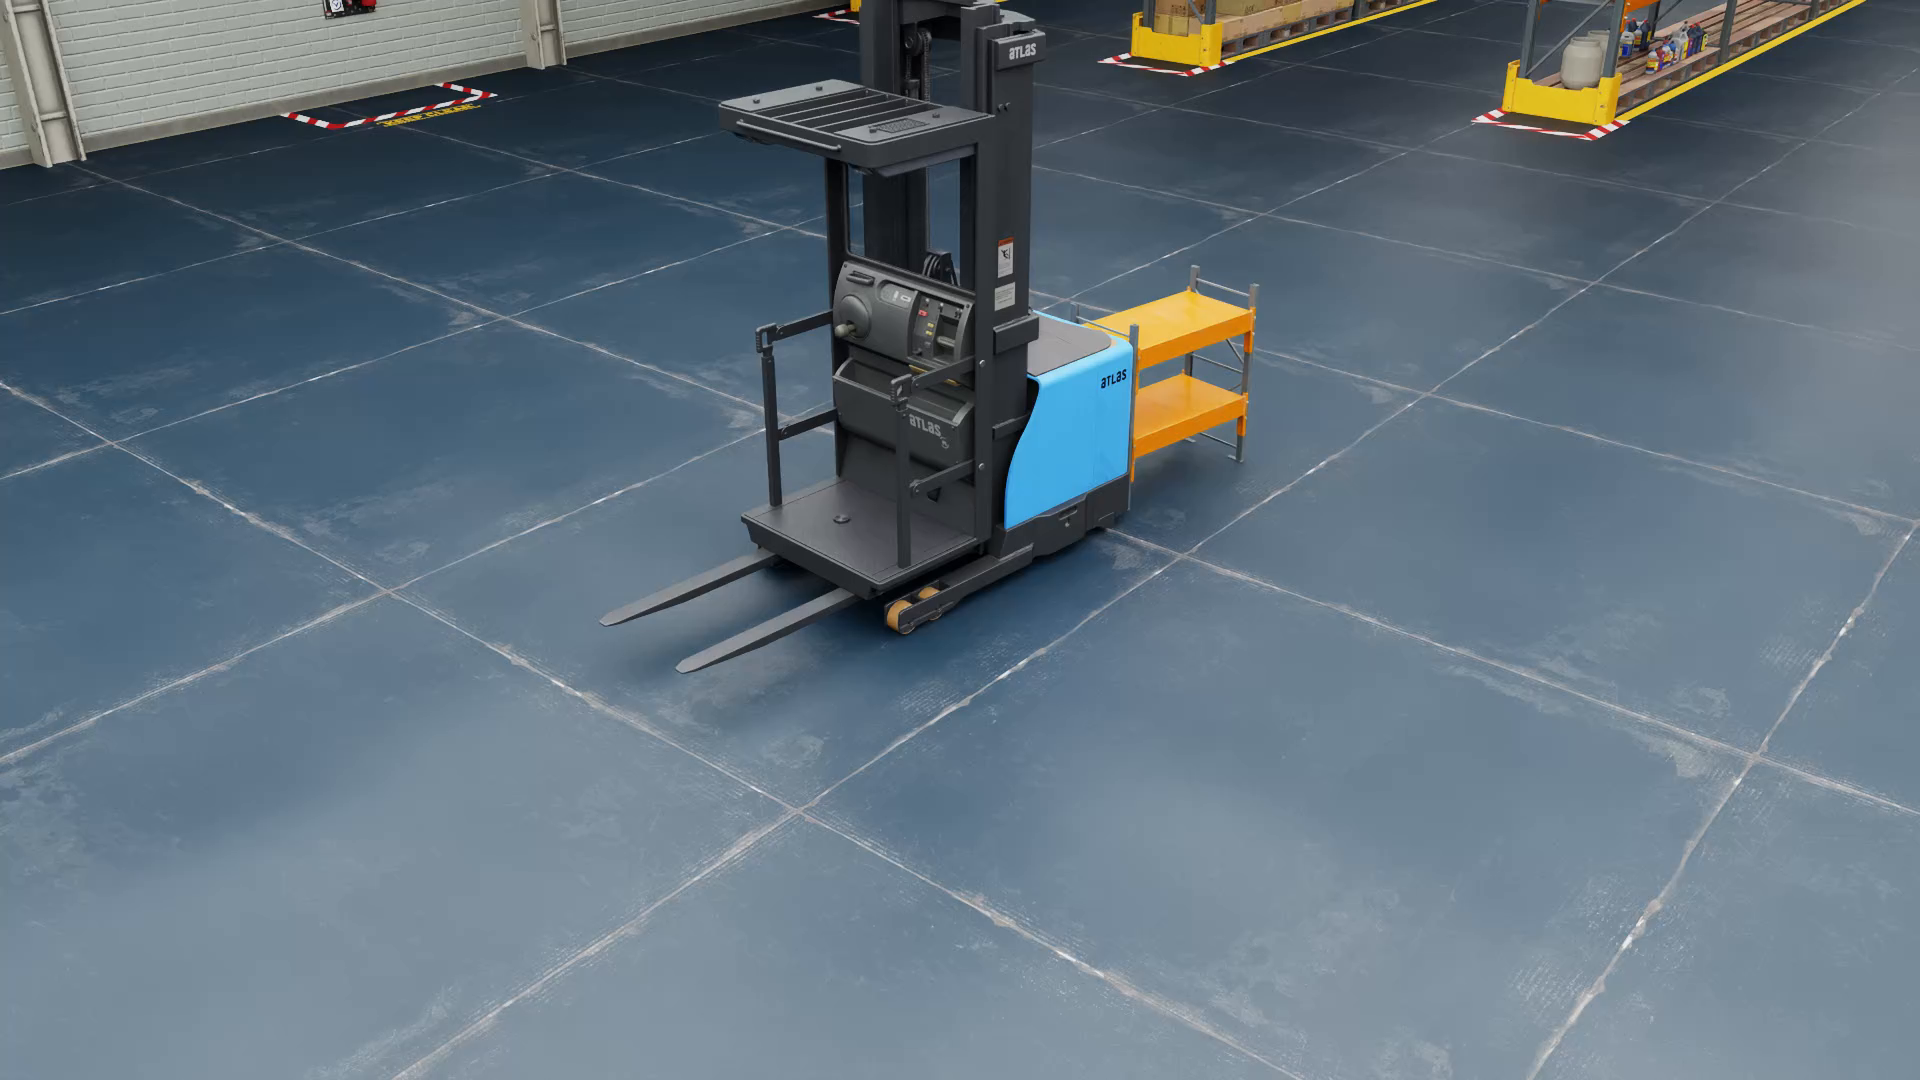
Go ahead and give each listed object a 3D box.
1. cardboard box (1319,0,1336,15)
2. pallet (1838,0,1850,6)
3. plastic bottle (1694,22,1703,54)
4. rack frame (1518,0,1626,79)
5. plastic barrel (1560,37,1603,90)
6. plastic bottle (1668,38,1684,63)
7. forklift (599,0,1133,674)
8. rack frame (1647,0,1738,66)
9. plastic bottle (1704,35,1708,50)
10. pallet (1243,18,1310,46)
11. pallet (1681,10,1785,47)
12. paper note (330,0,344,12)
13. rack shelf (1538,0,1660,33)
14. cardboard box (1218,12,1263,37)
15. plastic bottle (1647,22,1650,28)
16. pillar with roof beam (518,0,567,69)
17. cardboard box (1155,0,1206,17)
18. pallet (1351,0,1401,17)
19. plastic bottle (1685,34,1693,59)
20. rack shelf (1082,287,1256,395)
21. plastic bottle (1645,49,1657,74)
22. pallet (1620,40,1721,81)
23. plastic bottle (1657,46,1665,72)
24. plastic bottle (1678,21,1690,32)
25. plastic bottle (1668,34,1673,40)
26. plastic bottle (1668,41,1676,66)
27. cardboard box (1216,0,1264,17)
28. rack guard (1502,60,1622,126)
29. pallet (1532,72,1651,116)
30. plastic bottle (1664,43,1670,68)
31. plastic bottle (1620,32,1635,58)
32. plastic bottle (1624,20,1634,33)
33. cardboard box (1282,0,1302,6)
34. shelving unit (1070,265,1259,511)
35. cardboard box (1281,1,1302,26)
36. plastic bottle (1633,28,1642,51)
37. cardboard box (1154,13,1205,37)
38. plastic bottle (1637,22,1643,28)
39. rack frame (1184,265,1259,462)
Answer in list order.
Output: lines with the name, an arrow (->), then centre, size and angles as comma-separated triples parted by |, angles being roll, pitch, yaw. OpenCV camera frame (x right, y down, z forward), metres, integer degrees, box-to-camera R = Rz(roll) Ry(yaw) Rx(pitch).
cardboard box -> 4.821, -7.390, 22.806 | 0.500, 0.250, 0.500 | 21, 34, 34
pallet -> 12.883, -8.280, 25.026 | 1.003, 0.211, 1.213 | 21, 34, 34
plastic bottle -> 8.906, -6.085, 20.151 | 0.144, 0.351, 0.185 | 20, 33, 33
rack frame -> 6.549, -5.960, 17.507 | 1.000, 3.000, 0.127 | 21, 34, 34
plastic barrel -> 6.908, -5.297, 18.476 | 0.421, 0.512, 0.421 | 0, 27, 0
plastic bottle -> 8.472, -5.812, 19.707 | 0.152, 0.276, 0.135 | 21, 34, 35
forklift -> -0.440, -1.098, 8.182 | 1.130, 2.935, 3.031 | 24, 36, 39
rack frame -> 9.093, -7.378, 20.248 | 1.000, 3.000, 0.127 | 21, 34, 34
plastic bottle -> 9.103, -6.111, 20.365 | 0.097, 0.201, 0.097 | 0, 27, 0
pallet -> 3.959, -6.885, 22.328 | 1.003, 0.211, 1.213 | 21, 34, 34
pallet -> 10.338, -6.864, 22.289 | 1.003, 0.211, 1.213 | 21, 34, 34
paper note -> -6.902, -5.930, 18.408 | 0.016, 0.148, 0.142 | 21, 34, 34
rack shelf -> 7.821, -6.350, 19.043 | 1.077, 0.370, 4.000 | 21, 34, 34
cardboard box -> 3.557, -6.678, 21.429 | 0.500, 0.250, 0.500 | 21, 34, 34
plastic bottle -> 8.450, -6.229, 20.503 | 0.061, 0.283, 0.133 | 21, 34, 34
pillar with roof beam -> -1.813, -8.636, 16.149 | 9.100, 9.000, 0.400 | 21, 34, 34
cardboard box -> 2.840, -6.985, 21.206 | 0.500, 0.500, 0.500 | 21, 34, 34
pallet -> 5.712, -7.861, 24.217 | 1.003, 0.211, 1.213 | 21, 34, 34
plastic bottle -> 8.712, -5.917, 19.900 | 0.061, 0.283, 0.133 | 23, 35, 38
rack shelf -> 1.182, -1.169, 9.649 | 1.000, 0.278, 0.538 | -22, 35, -36
plastic bottle -> 7.942, -5.495, 19.099 | 0.097, 0.271, 0.097 | 0, 27, 0
pallet -> 8.634, -5.914, 20.452 | 1.003, 0.211, 1.213 | 21, 34, 34
plastic bottle -> 8.101, -5.576, 19.241 | 0.061, 0.283, 0.133 | 21, 34, 35
plastic bottle -> 8.795, -6.127, 20.233 | 0.144, 0.351, 0.185 | 21, 34, 34
plastic bottle -> 8.483, -5.893, 19.854 | 0.061, 0.283, 0.133 | 21, 34, 34
plastic bottle -> 8.353, -5.724, 19.541 | 0.097, 0.271, 0.097 | 0, 27, 0
cardboard box -> 3.558, -7.010, 21.256 | 0.500, 0.500, 0.500 | 21, 34, 34
rack guard -> 6.561, -4.891, 18.160 | 1.175, 0.500, 0.348 | 21, 34, 34
pallet -> 7.082, -5.049, 18.780 | 1.003, 0.211, 1.213 | 21, 34, 34
plastic bottle -> 8.224, -5.652, 19.402 | 0.097, 0.271, 0.097 | 0, 27, 0
plastic bottle -> 7.999, -5.947, 19.967 | 0.152, 0.276, 0.135 | 21, 34, 34
plastic bottle -> 8.139, -6.165, 20.307 | 0.144, 0.351, 0.185 | 19, 33, 32
cardboard box -> 4.198, -7.364, 21.939 | 0.500, 0.500, 0.500 | 21, 34, 34
shelving unit -> 1.182, -0.909, 9.783 | 1.048, 1.125, 0.538 | -22, 35, -36
cardboard box -> 4.197, -7.031, 22.112 | 0.500, 0.250, 0.500 | 21, 34, 34
plastic bottle -> 8.260, -6.110, 20.287 | 0.097, 0.271, 0.097 | 0, 27, 0
cardboard box -> 2.842, -6.651, 21.377 | 0.500, 0.250, 0.500 | 21, 34, 34
plastic bottle -> 8.368, -6.256, 20.565 | 0.152, 0.276, 0.135 | 22, 35, 36
rack frame -> 1.563, -1.064, 10.082 | 0.032, 1.125, 0.500 | -22, 35, -36
